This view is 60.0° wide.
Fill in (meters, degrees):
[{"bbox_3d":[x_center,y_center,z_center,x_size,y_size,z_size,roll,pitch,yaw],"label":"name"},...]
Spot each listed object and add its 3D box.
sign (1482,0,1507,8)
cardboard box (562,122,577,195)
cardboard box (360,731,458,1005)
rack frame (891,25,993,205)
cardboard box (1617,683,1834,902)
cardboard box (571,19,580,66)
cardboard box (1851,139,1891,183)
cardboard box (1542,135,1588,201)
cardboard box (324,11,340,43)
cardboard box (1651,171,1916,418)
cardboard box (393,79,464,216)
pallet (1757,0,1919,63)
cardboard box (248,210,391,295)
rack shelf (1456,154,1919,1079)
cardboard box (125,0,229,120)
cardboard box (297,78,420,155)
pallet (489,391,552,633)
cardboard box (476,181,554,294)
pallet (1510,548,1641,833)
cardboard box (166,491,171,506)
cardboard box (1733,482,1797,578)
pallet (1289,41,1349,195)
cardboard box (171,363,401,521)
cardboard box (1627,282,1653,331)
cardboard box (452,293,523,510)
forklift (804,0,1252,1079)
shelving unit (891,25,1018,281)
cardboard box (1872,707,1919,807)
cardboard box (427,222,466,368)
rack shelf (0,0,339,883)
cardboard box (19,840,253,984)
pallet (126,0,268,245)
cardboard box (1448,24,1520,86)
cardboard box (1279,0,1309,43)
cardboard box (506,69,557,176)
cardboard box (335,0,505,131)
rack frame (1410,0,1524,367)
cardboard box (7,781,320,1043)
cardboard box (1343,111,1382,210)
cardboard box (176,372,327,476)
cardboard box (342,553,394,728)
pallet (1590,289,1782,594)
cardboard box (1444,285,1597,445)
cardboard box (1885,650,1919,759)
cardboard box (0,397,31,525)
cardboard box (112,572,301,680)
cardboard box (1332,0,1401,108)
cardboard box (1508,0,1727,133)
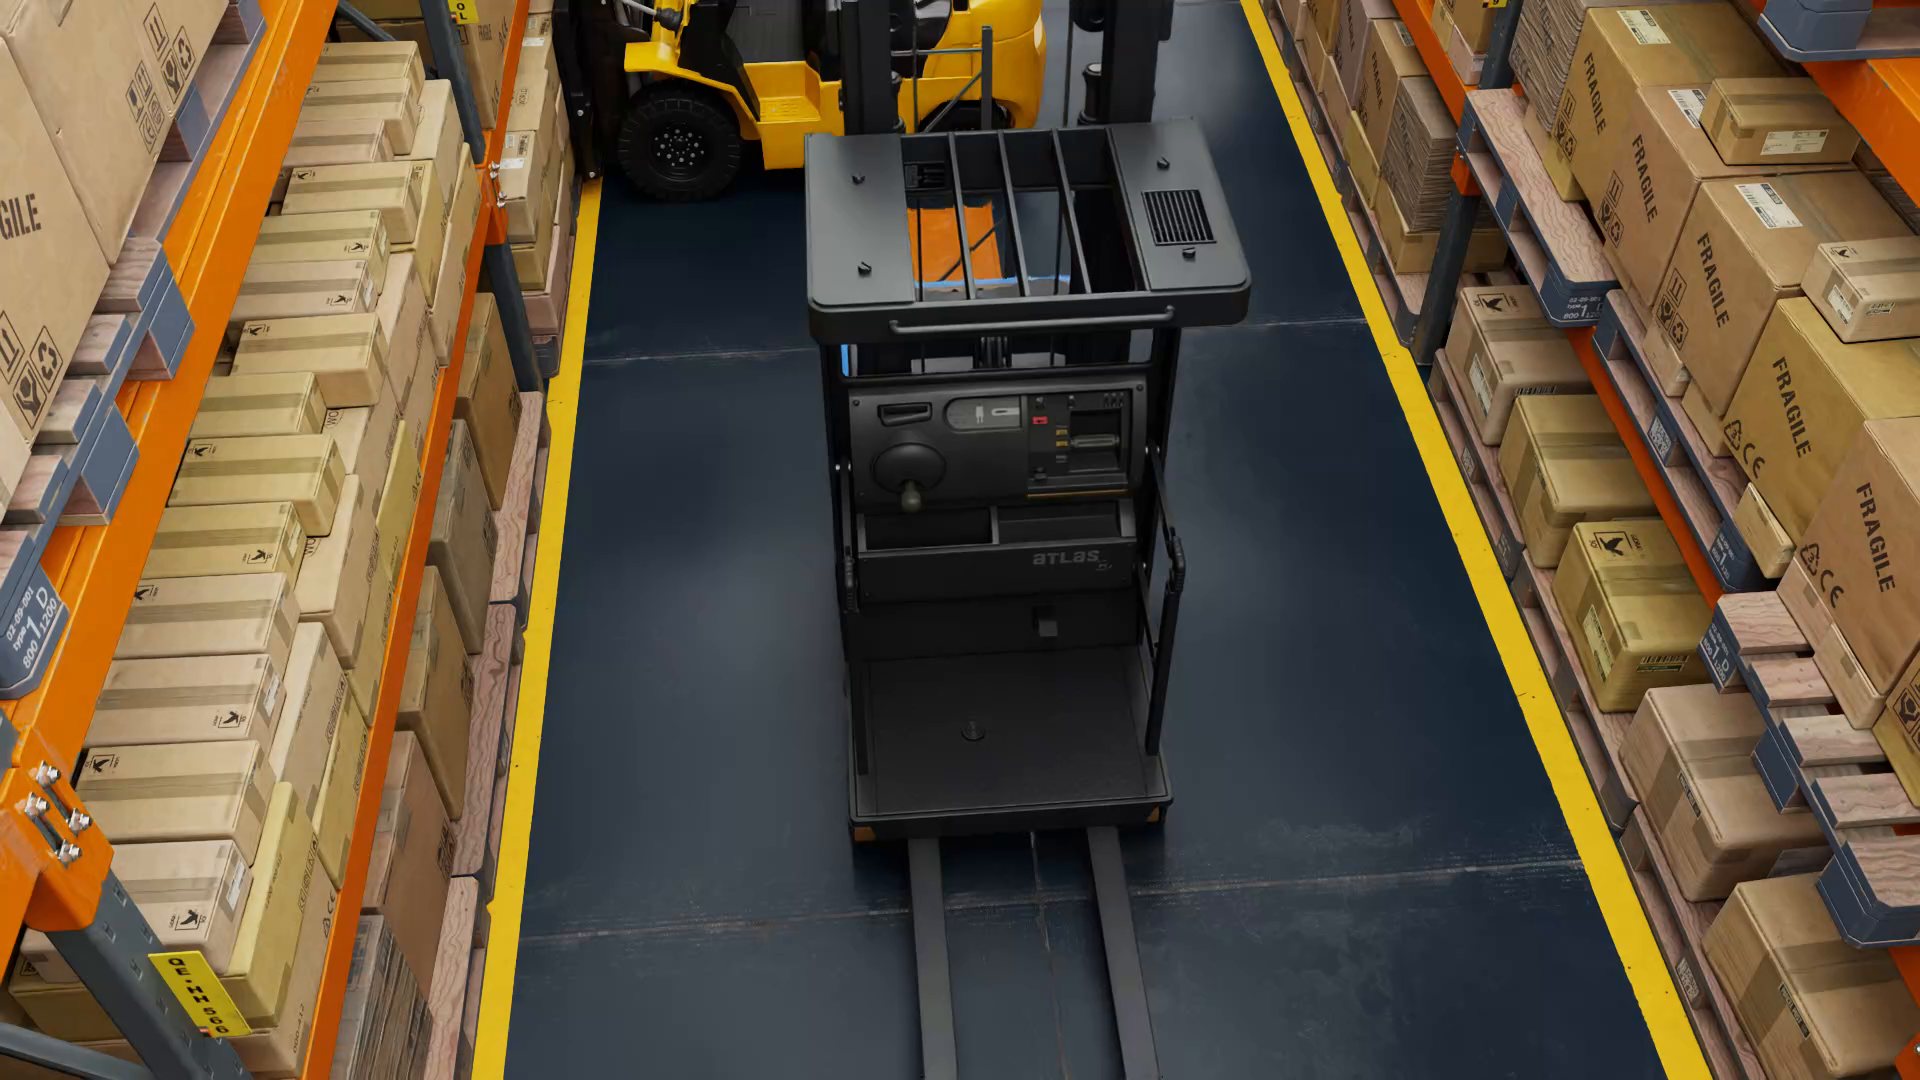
[{"bbox_3d":[2.053,-2.159,6.269,0.100,0.325,0.005,-3,47,-3],"label":"sign"},{"bbox_3d":[-2.180,-1.902,8.226,0.500,0.250,0.500,-3,47,-3],"label":"cardboard box"},{"bbox_3d":[-2.120,1.046,5.176,0.875,0.625,0.625,-2,47,-2],"label":"cardboard box"},{"bbox_3d":[-0.116,-1.572,7.343,0.500,1.500,0.032,-3,47,-3],"label":"rack frame"},{"bbox_3d":[2.820,0.810,5.574,0.950,0.372,0.625,-4,47,-4],"label":"cardboard box"},{"bbox_3d":[-2.202,-2.429,8.382,0.500,0.250,0.500,-4,47,-3],"label":"cardboard box"},{"bbox_3d":[2.940,-1.128,5.326,0.500,0.500,0.500,-2,47,-2],"label":"cardboard box"},{"bbox_3d":[2.336,-1.358,5.990,0.380,0.149,0.250,-3,47,-2],"label":"cardboard box"},{"bbox_3d":[-2.660,-1.939,6.588,0.500,0.500,0.500,-4,47,-4],"label":"cardboard box"},{"bbox_3d":[2.470,-0.733,4.951,0.500,0.500,0.500,-5,47,-5],"label":"cardboard box"},{"bbox_3d":[-2.057,-1.376,5.883,0.500,0.250,0.500,-4,47,-4],"label":"cardboard box"},{"bbox_3d":[2.628,-1.664,4.460,1.213,0.211,1.003,-3,47,-3],"label":"pallet"},{"bbox_3d":[-1.982,-0.878,5.136,0.380,0.149,0.250,-4,47,-4],"label":"cardboard box"},{"bbox_3d":[2.760,-0.206,5.511,1.077,0.370,4.000,-3,47,-3],"label":"rack shelf"},{"bbox_3d":[-1.921,-1.222,3.485,0.500,0.500,0.500,-2,47,-2],"label":"cardboard box"},{"bbox_3d":[-2.064,-1.434,5.663,0.380,0.149,0.250,-4,47,-4],"label":"cardboard box"},{"bbox_3d":[-2.253,-0.106,6.842,1.003,0.211,1.213,-3,47,-3],"label":"pallet"},{"bbox_3d":[-2.086,-1.335,7.345,0.500,0.250,0.500,-4,47,-3],"label":"cardboard box"},{"bbox_3d":[2.765,0.507,6.261,1.003,0.211,1.213,-3,47,-3],"label":"pallet"},{"bbox_3d":[-2.451,-0.227,4.794,0.500,0.250,0.500,-4,47,-4],"label":"cardboard box"},{"bbox_3d":[2.455,-0.037,4.739,0.380,0.149,0.250,-3,47,-3],"label":"cardboard box"},{"bbox_3d":[2.396,-2.310,8.929,1.003,0.211,1.213,-3,47,-3],"label":"pallet"},{"bbox_3d":[-1.947,-0.268,4.833,0.500,0.250,0.500,-3,47,-3],"label":"cardboard box"},{"bbox_3d":[2.435,-0.790,5.452,0.380,0.149,0.250,-3,47,-3],"label":"cardboard box"},{"bbox_3d":[-2.298,-0.547,6.685,0.875,0.625,0.625,-2,47,-2],"label":"cardboard box"},{"bbox_3d":[0.140,-0.204,5.061,1.130,2.935,3.031,-3,47,-3],"label":"forklift"},{"bbox_3d":[-0.075,-1.198,6.988,0.587,1.500,1.083,-3,47,-3],"label":"shelving unit"},{"bbox_3d":[2.571,0.524,4.209,0.380,0.149,0.250,-3,47,-3],"label":"cardboard box"},{"bbox_3d":[-2.003,-0.832,5.712,0.500,0.250,0.500,-4,47,-4],"label":"cardboard box"},{"bbox_3d":[-2.186,-0.933,4.133,1.077,0.370,4.000,-3,47,-3],"label":"rack shelf"},{"bbox_3d":[-1.752,0.792,3.554,0.380,0.149,0.250,-2,47,-2],"label":"cardboard box"},{"bbox_3d":[-2.261,-0.963,3.796,1.003,0.211,1.213,-2,47,-1],"label":"pallet"},{"bbox_3d":[2.262,-2.028,6.914,0.380,0.149,0.250,-4,47,-4],"label":"cardboard box"},{"bbox_3d":[2.085,-3.023,9.288,0.500,0.250,0.500,-2,47,-2],"label":"cardboard box"},{"bbox_3d":[-2.114,-1.878,7.515,0.500,0.250,0.500,-3,47,-3],"label":"cardboard box"},{"bbox_3d":[-2.130,-1.967,6.615,0.500,0.500,0.500,-5,47,-4],"label":"cardboard box"},{"bbox_3d":[2.593,-1.900,6.620,1.000,3.000,0.127,-3,47,-3],"label":"rack frame"},{"bbox_3d":[-1.787,0.841,3.783,0.500,0.250,0.500,-4,47,-3],"label":"cardboard box"},{"bbox_3d":[2.221,-1.895,8.220,0.500,0.250,0.500,-5,47,-4],"label":"cardboard box"},{"bbox_3d":[-1.988,-0.323,4.611,0.380,0.149,0.250,-3,47,-3],"label":"cardboard box"},{"bbox_3d":[-1.899,0.278,4.661,0.500,0.250,0.500,-5,47,-5],"label":"cardboard box"},{"bbox_3d":[2.721,-0.370,5.303,1.003,0.211,1.213,-3,47,-3],"label":"pallet"},{"bbox_3d":[2.639,-0.762,7.062,0.950,0.372,0.625,-3,47,-3],"label":"cardboard box"},{"bbox_3d":[2.612,0.401,3.878,0.500,0.500,0.500,-5,47,-4],"label":"cardboard box"},{"bbox_3d":[-1.745,-0.102,2.654,0.380,0.166,0.250,-4,47,-3],"label":"cardboard box"},{"bbox_3d":[-1.857,0.227,4.090,0.380,0.149,0.250,-3,47,-3],"label":"cardboard box"},{"bbox_3d":[2.187,-2.506,8.282,0.500,0.500,0.500,-1,47,-1],"label":"cardboard box"},{"bbox_3d":[2.346,-1.824,5.986,0.500,0.500,0.500,-2,47,-2],"label":"cardboard box"}]
